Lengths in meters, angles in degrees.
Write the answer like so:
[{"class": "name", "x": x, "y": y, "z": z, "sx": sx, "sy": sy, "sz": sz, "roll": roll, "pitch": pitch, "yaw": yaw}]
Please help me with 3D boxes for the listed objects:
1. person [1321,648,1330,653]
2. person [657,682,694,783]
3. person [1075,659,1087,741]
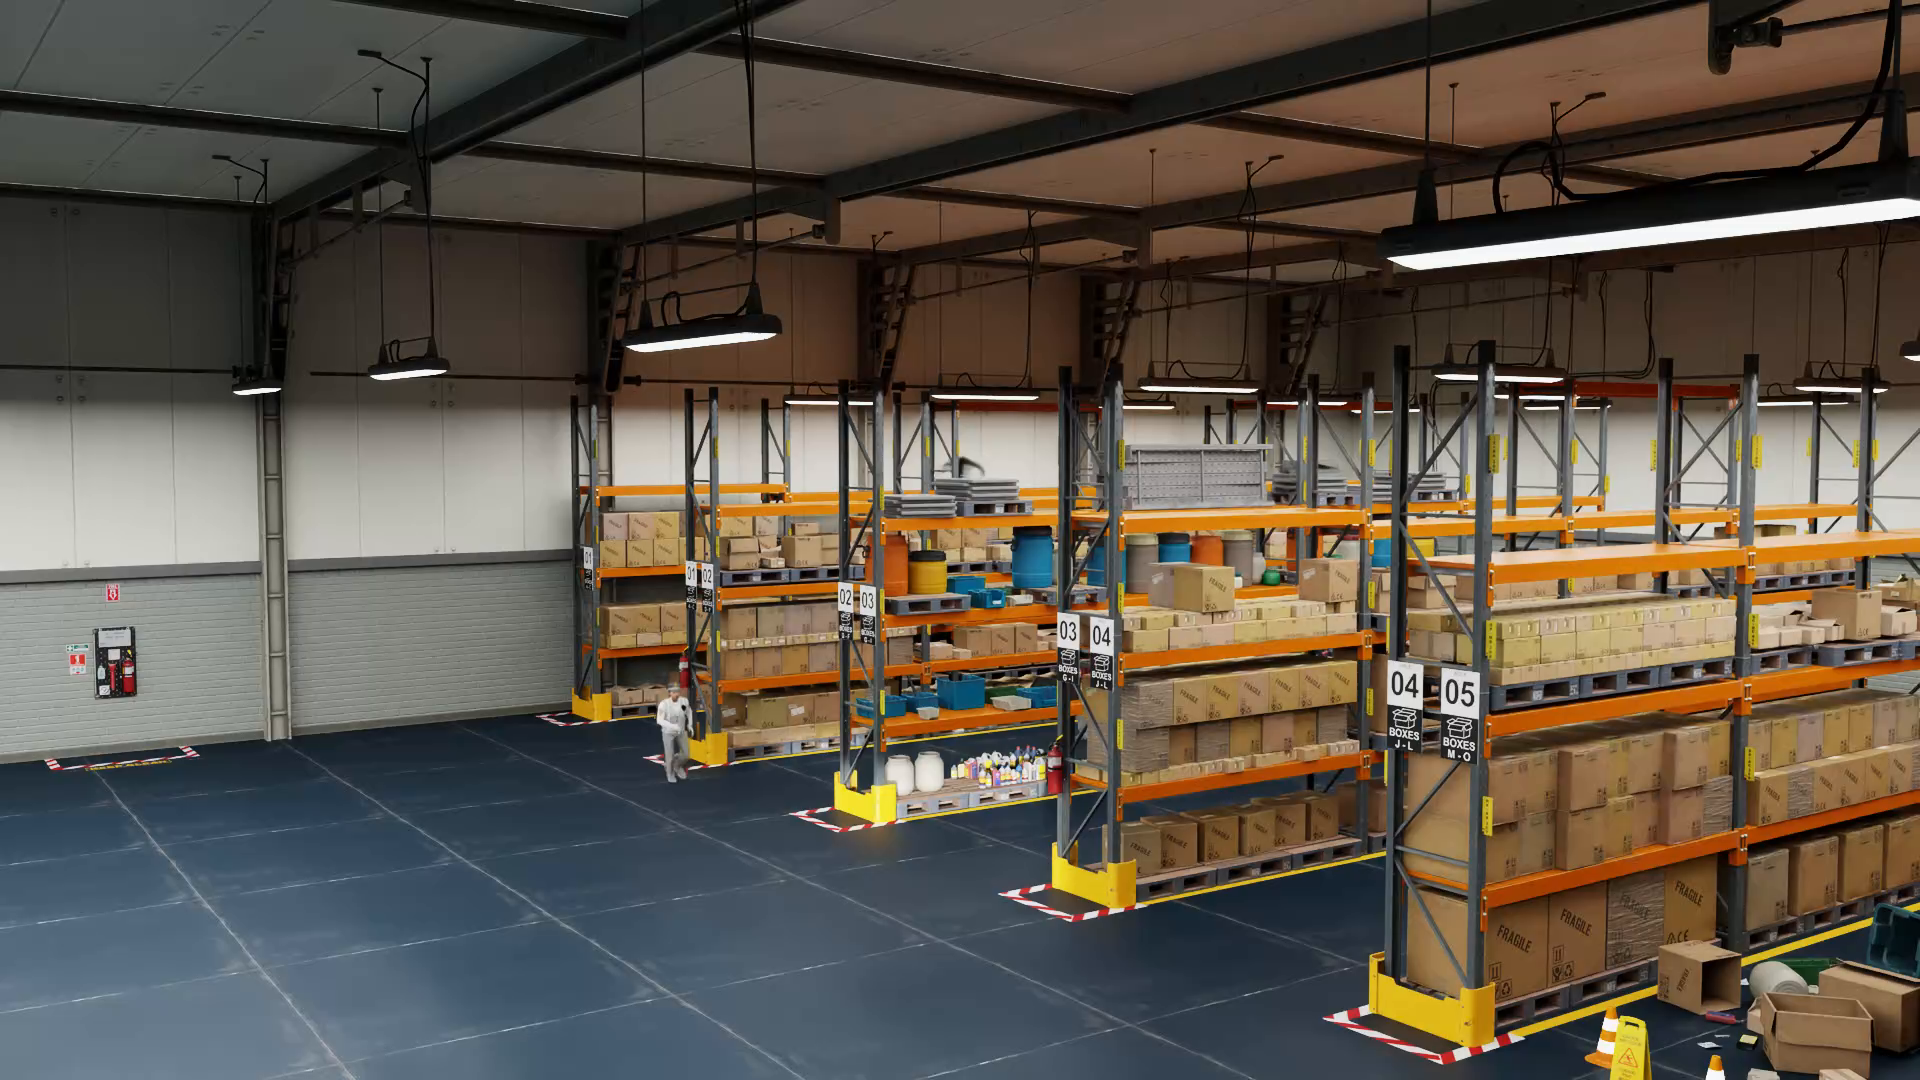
[{"class": "person", "x": 8.781, "y": 1.938, "z": 38.914, "sx": 0.687, "sy": 1.605, "sz": 0.897, "roll": -1, "pitch": 4, "yaw": -12}, {"class": "person", "x": -4.249, "y": 2.882, "z": 24.846, "sx": 0.592, "sy": 1.570, "sz": 0.755, "roll": -1, "pitch": 4, "yaw": -22}, {"class": "person", "x": 2.312, "y": 2.656, "z": 28.538, "sx": 1.082, "sy": 1.586, "sz": 0.692, "roll": -1, "pitch": 4, "yaw": -22}]
